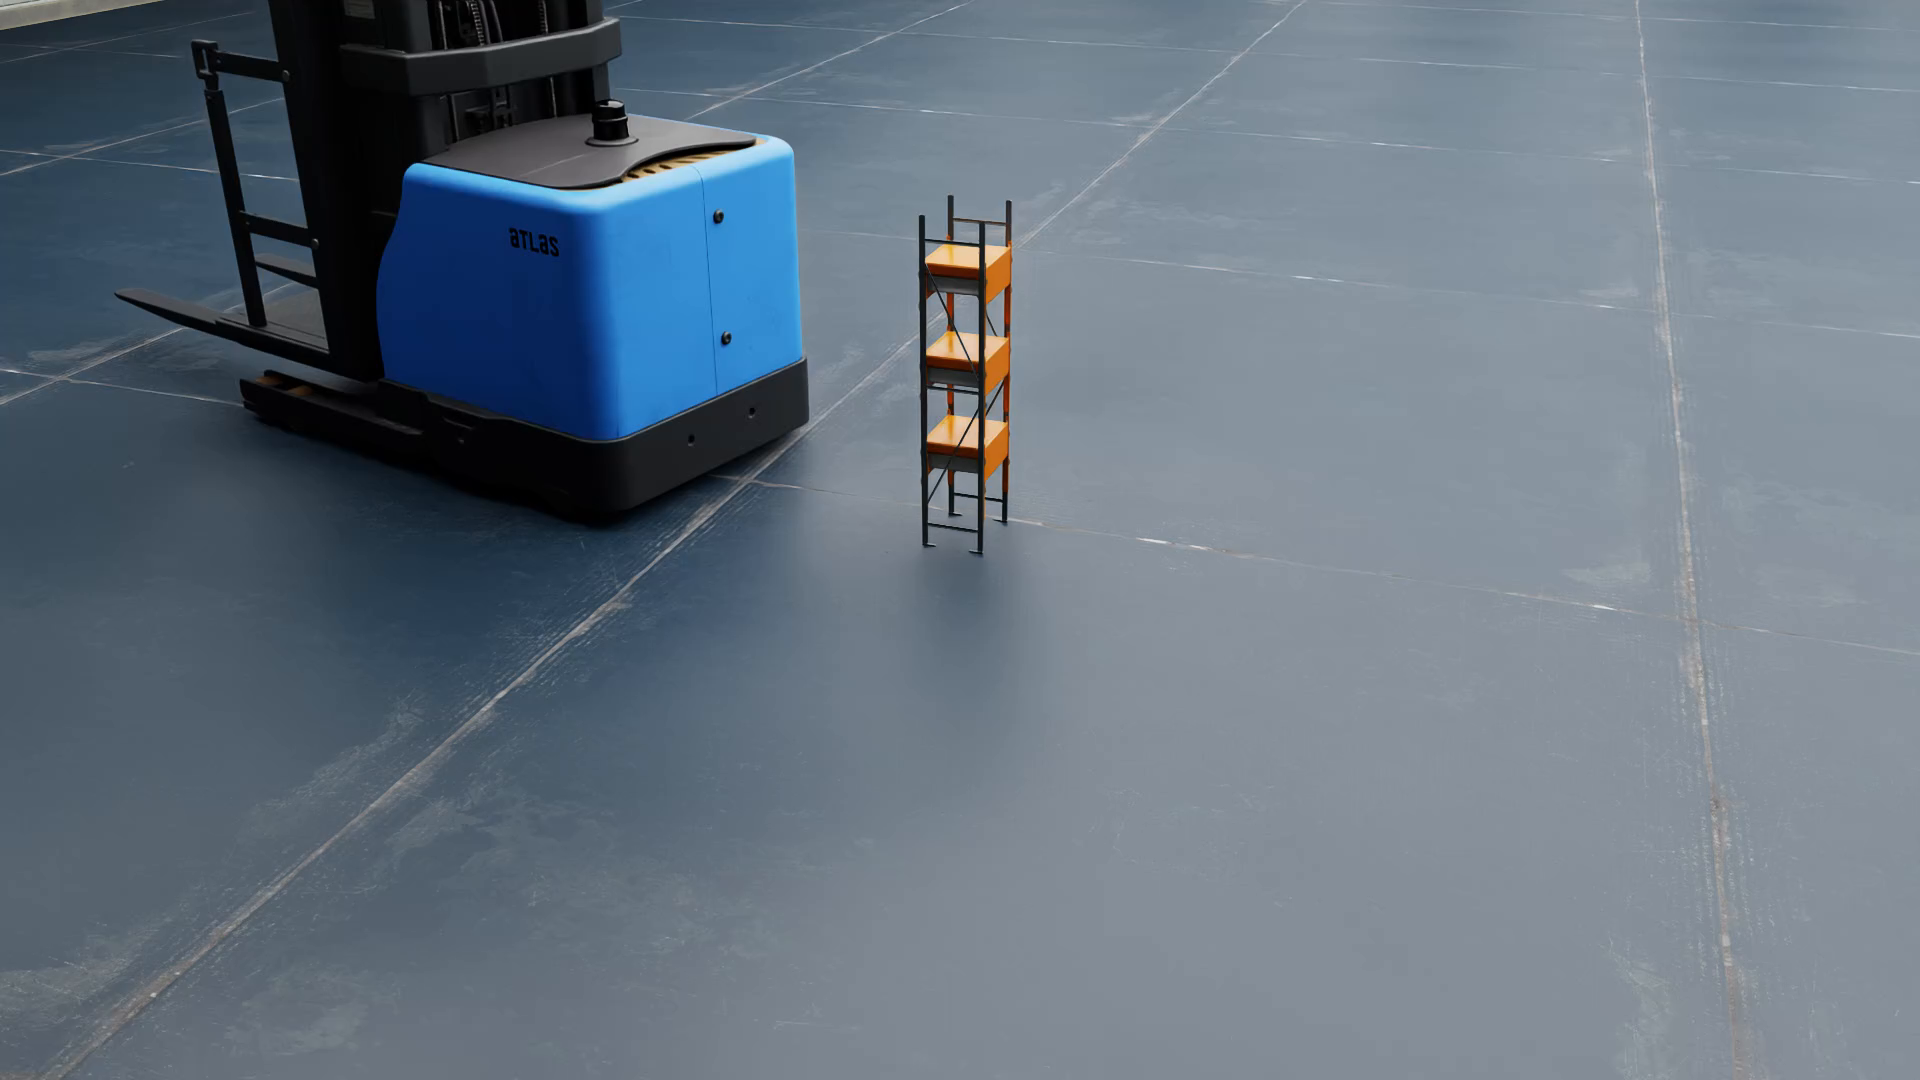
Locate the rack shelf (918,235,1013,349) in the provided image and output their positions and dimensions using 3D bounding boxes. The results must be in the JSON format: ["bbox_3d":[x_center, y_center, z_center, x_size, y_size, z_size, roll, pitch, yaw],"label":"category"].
[{"bbox_3d":[0.018,-0.740,4.948,0.215,0.259,0.240,9,27,17],"label":"rack shelf"}]

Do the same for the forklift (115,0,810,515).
[{"bbox_3d":[-2.045,-1.885,5.780,3.031,2.935,1.130,17,30,31],"label":"forklift"}]

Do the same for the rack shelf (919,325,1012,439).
[{"bbox_3d":[0.018,-0.485,5.071,0.215,0.259,0.240,9,27,17],"label":"rack shelf"}]

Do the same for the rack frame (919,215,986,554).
[{"bbox_3d":[-0.023,-0.444,4.963,0.200,1.050,0.008,9,27,17],"label":"rack frame"}]

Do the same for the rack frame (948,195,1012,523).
[{"bbox_3d":[0.058,-0.545,5.170,0.200,1.050,0.008,9,27,17],"label":"rack frame"}]

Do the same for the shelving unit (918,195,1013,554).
[{"bbox_3d":[0.018,-0.495,5.067,0.215,1.050,0.252,9,27,17],"label":"shelving unit"}]

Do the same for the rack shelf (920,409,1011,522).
[{"bbox_3d":[0.018,-0.235,5.192,0.215,0.259,0.240,9,27,17],"label":"rack shelf"}]
